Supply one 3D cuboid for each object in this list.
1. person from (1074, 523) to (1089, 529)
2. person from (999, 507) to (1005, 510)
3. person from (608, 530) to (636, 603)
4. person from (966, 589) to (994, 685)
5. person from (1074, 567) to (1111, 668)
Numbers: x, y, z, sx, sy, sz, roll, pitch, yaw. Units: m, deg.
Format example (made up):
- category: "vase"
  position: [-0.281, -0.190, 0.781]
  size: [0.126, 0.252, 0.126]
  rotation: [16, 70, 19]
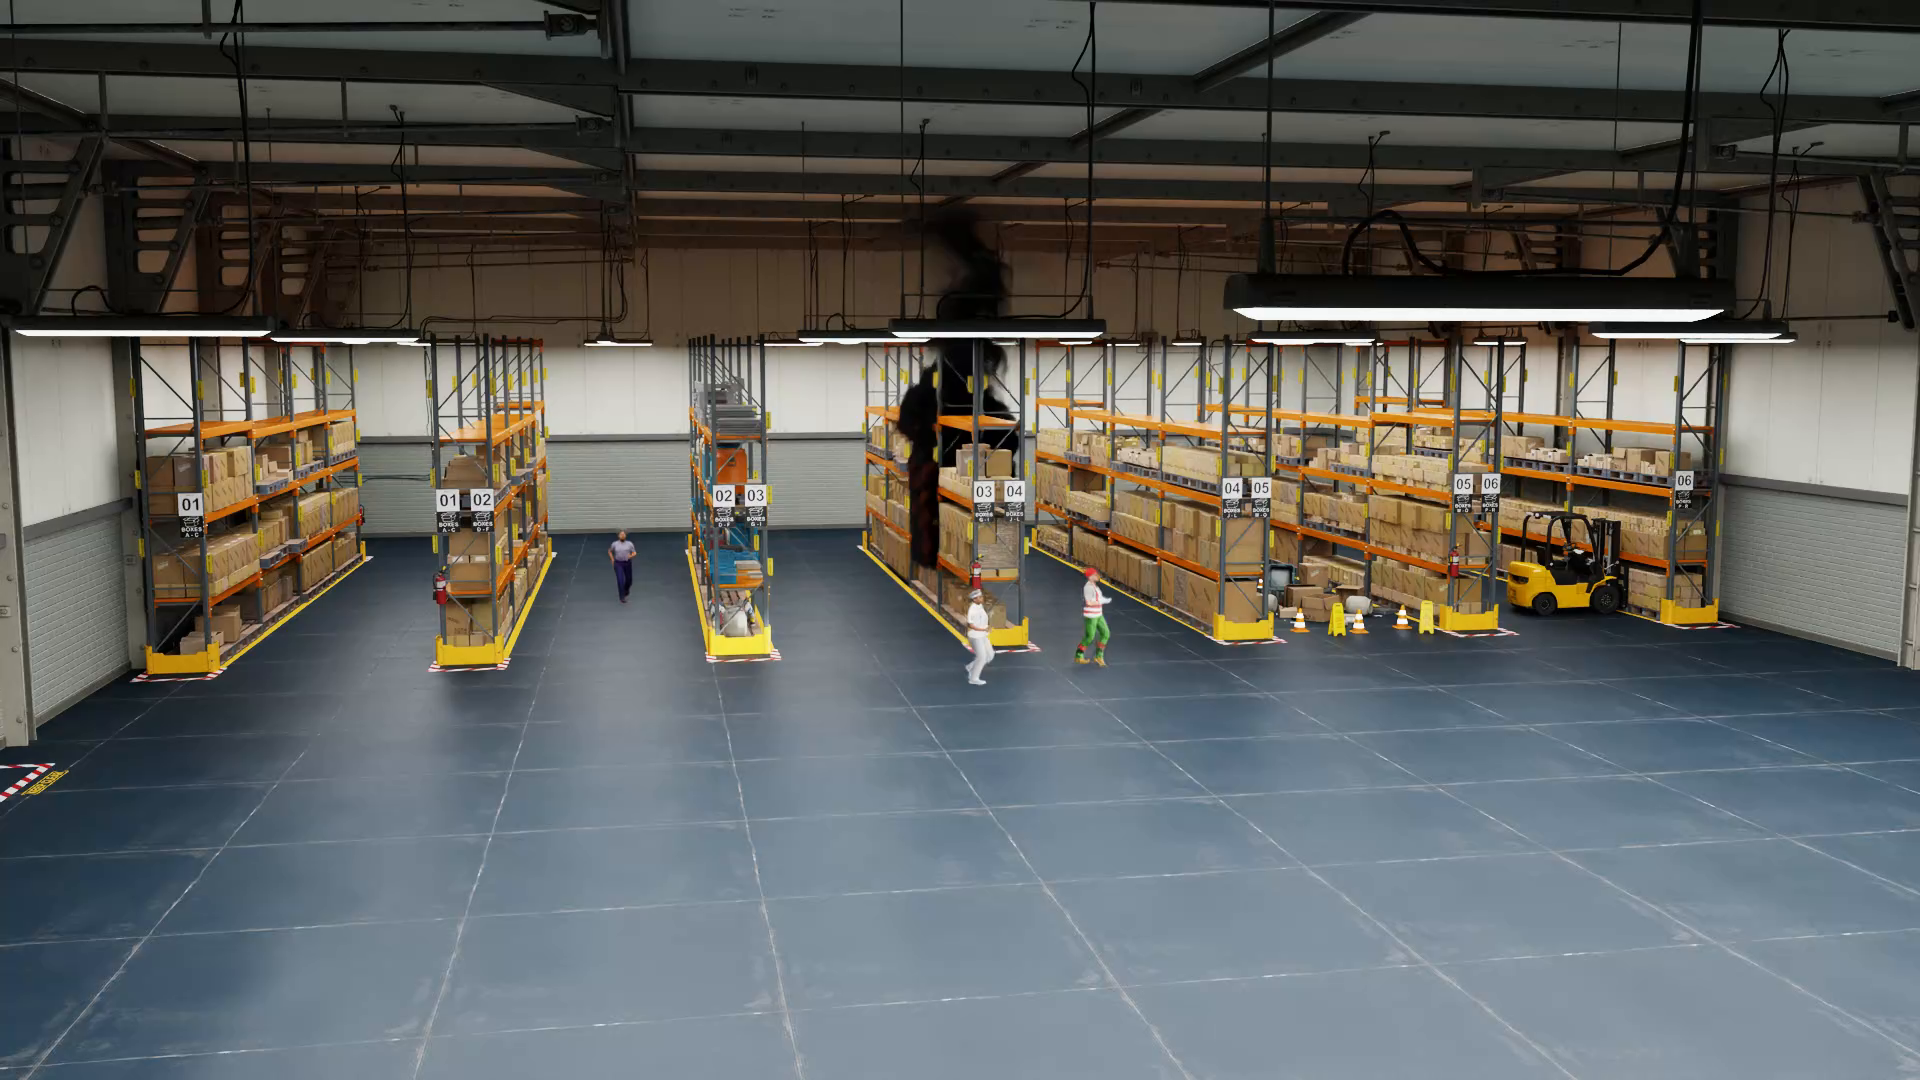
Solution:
- category: "person"
  position: [3.547, -0.796, 49.588]
  size: [0.530, 1.693, 0.747]
  rotation: [6, 9, 41]
- category: "person"
  position: [1.138, -0.679, 49.071]
  size: [0.642, 1.590, 0.598]
  rotation: [-3, 7, -26]
- category: "person"
  position: [-7.687, 0.584, 37.886]
  size: [0.620, 1.613, 0.823]
  rotation: [-2, 7, -18]
- category: "person"
  position: [0.343, 1.647, 28.424]
  size: [0.568, 1.653, 0.570]
  rotation: [2, 7, 19]
- category: "person"
  position: [2.413, 1.408, 29.969]
  size: [0.720, 1.839, 0.631]
  rotation: [3, 7, 25]
